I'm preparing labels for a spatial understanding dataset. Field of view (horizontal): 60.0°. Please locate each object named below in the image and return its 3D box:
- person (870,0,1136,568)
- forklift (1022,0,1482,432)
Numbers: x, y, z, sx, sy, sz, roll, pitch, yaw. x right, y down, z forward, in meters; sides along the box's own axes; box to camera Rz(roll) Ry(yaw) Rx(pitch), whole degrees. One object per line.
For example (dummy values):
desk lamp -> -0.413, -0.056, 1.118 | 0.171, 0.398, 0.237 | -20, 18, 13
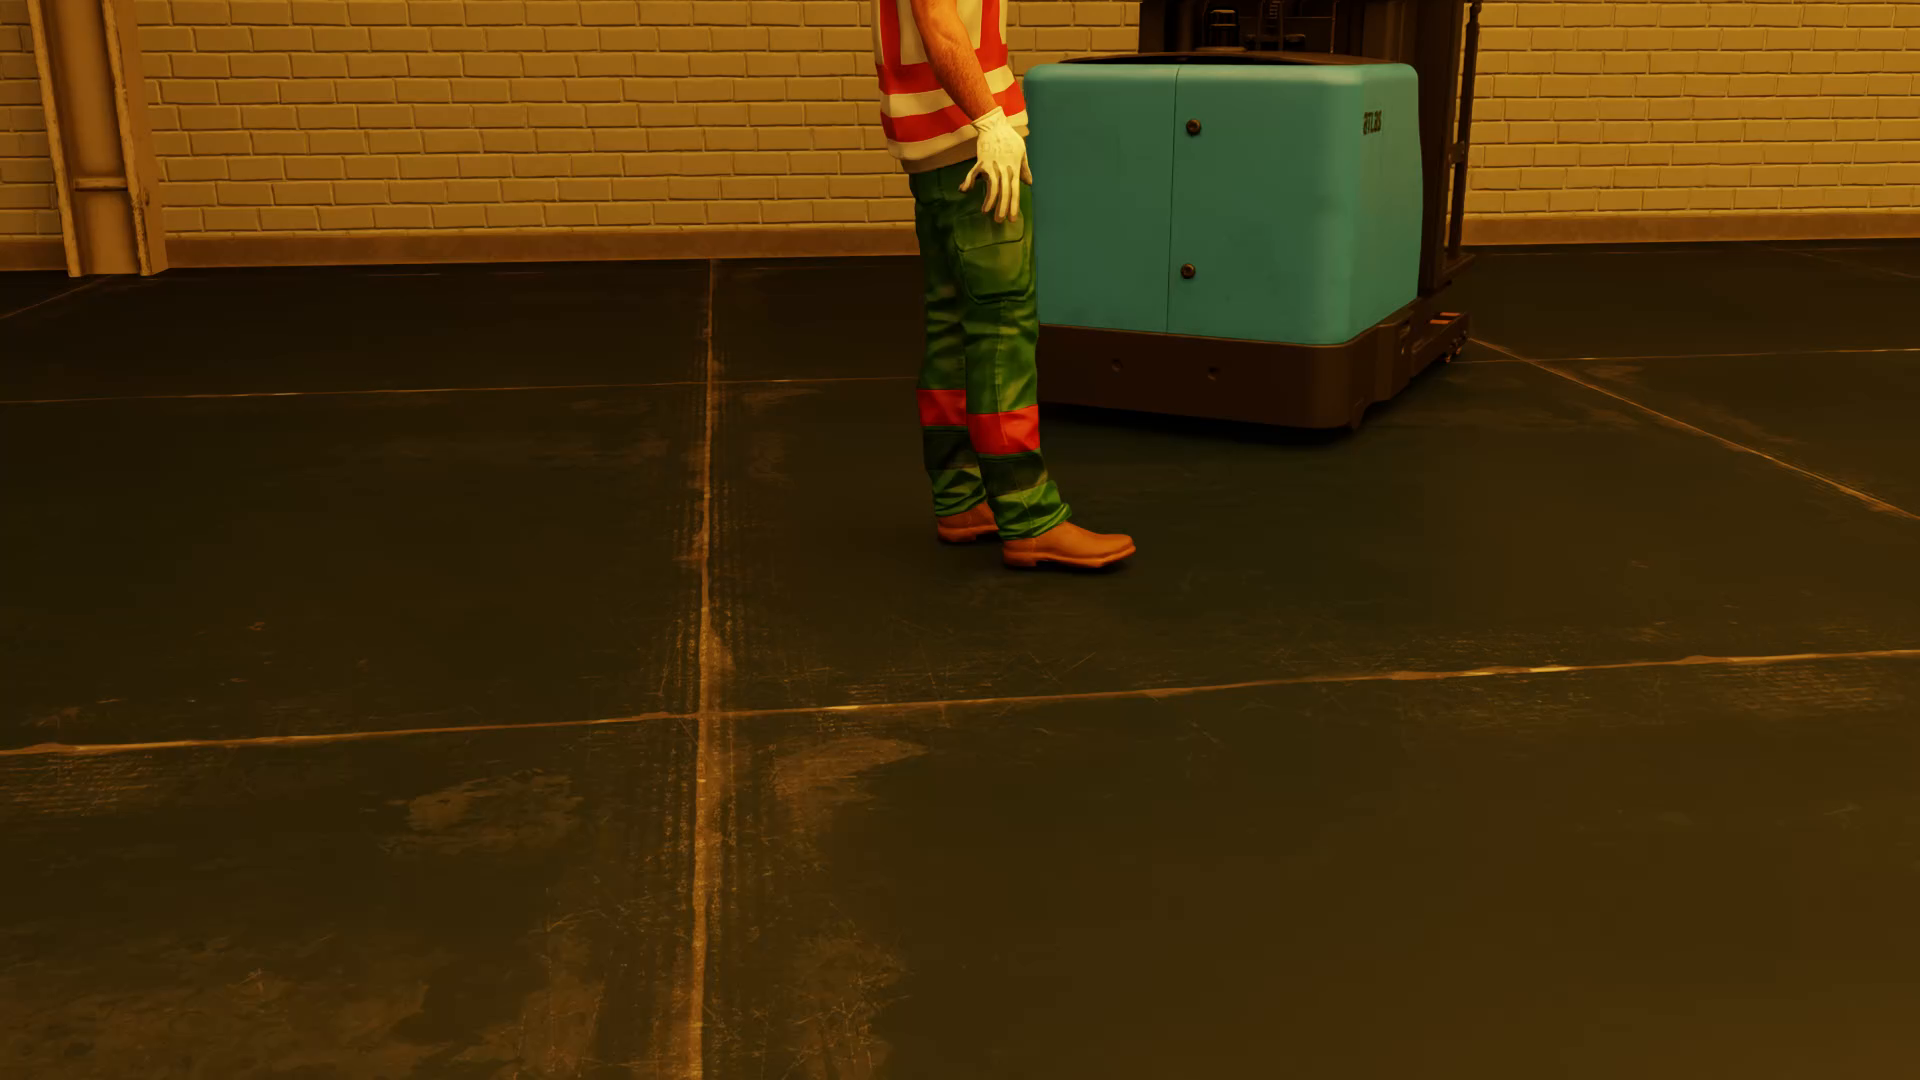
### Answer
person -> 0.081, -0.863, 3.704 | 0.563, 1.788, 0.638 | -2, 17, -8
forklift -> 1.278, -2.101, 5.858 | 1.130, 2.935, 3.031 | 8, 19, 25
